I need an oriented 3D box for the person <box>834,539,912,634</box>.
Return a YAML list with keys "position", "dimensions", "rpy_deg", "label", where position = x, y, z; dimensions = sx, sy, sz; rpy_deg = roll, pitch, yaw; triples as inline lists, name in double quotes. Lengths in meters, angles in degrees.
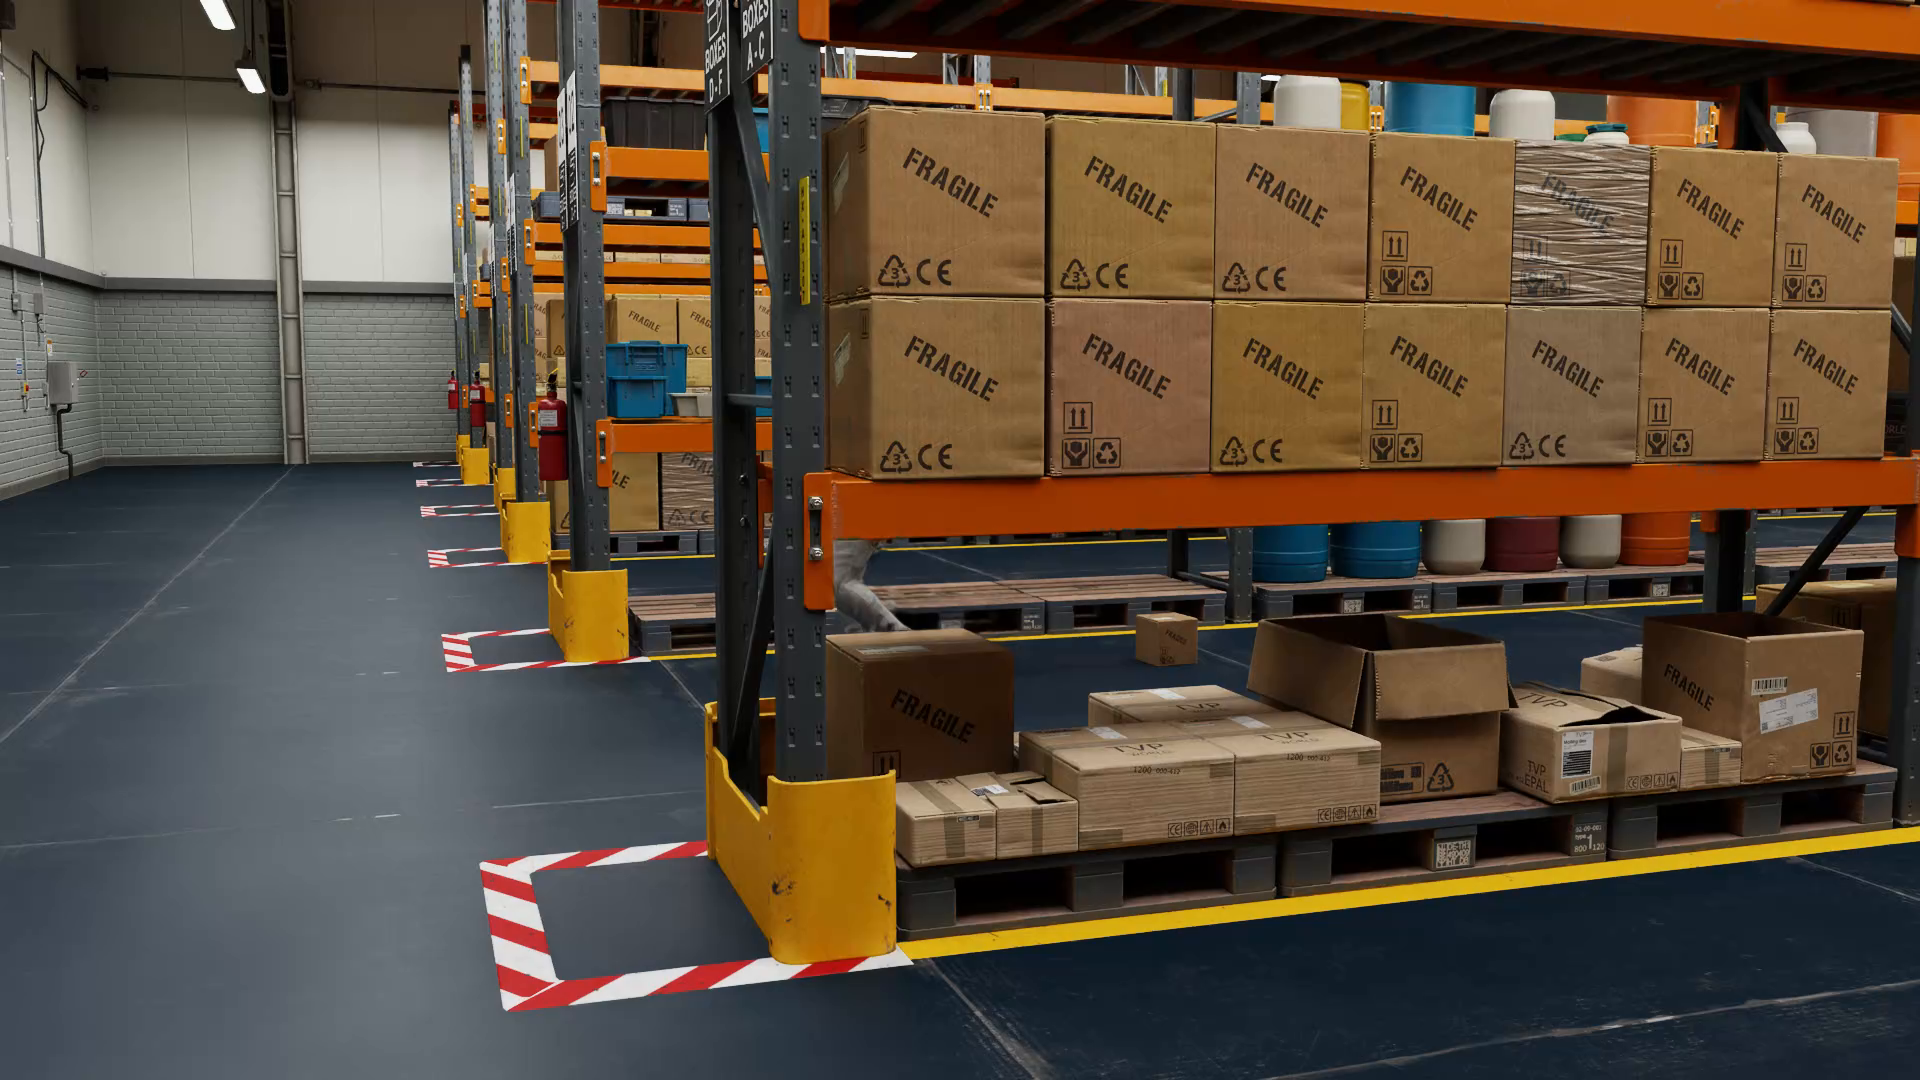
- position: [-0.512, -0.125, 8.540]
  dimensions: [0.479, 1.654, 0.486]
  rpy_deg: [-2, 6, -15]
  label: "person"
